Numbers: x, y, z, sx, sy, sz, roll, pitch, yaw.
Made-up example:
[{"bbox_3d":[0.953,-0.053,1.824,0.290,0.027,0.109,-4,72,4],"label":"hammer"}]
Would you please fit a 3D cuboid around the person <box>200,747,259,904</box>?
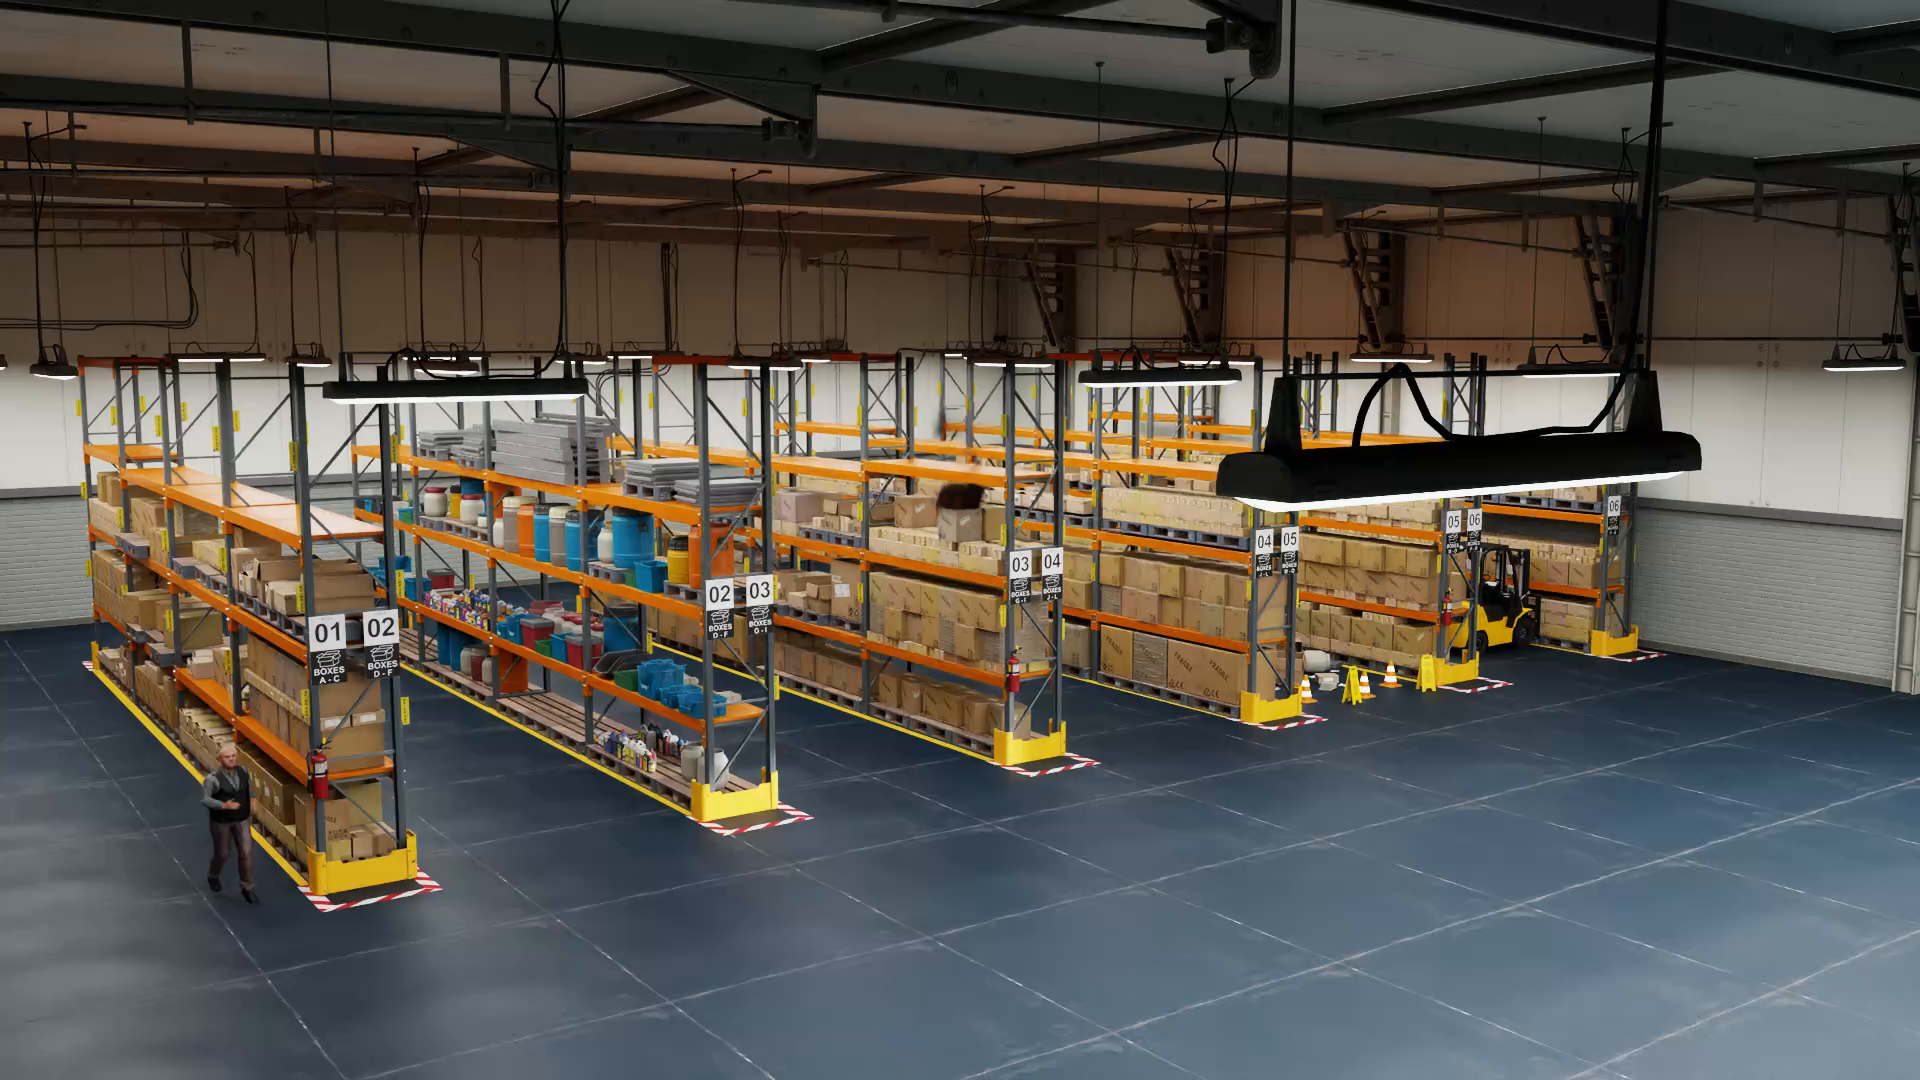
[{"bbox_3d":[-8.259,3.205,18.808,0.821,1.774,0.674,6,9,41],"label":"person"}]
